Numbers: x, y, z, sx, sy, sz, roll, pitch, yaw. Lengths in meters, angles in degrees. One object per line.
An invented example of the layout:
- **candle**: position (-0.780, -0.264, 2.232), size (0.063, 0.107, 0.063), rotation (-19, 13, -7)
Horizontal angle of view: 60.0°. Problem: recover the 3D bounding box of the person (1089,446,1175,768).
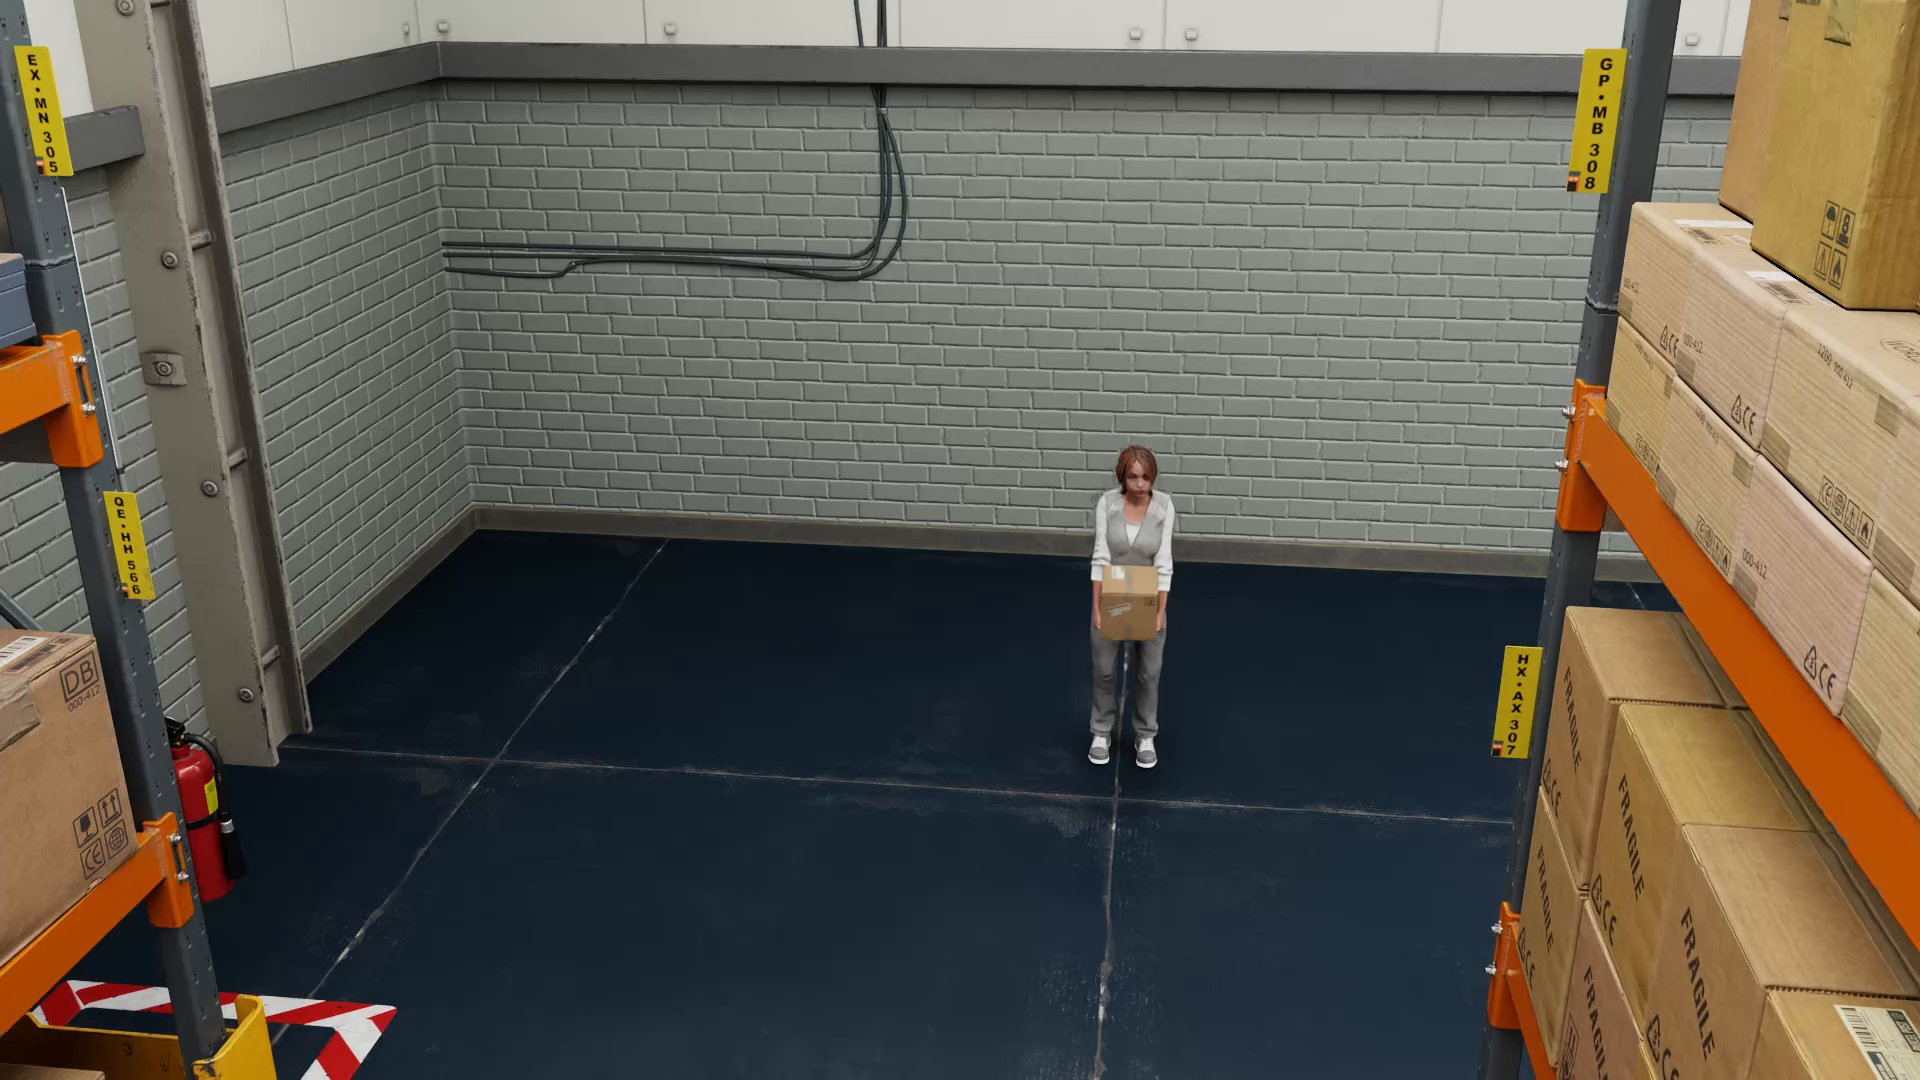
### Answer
- **person**: position (0.794, 0.333, 7.762), size (0.375, 1.596, 0.507), rotation (2, 22, 5)
